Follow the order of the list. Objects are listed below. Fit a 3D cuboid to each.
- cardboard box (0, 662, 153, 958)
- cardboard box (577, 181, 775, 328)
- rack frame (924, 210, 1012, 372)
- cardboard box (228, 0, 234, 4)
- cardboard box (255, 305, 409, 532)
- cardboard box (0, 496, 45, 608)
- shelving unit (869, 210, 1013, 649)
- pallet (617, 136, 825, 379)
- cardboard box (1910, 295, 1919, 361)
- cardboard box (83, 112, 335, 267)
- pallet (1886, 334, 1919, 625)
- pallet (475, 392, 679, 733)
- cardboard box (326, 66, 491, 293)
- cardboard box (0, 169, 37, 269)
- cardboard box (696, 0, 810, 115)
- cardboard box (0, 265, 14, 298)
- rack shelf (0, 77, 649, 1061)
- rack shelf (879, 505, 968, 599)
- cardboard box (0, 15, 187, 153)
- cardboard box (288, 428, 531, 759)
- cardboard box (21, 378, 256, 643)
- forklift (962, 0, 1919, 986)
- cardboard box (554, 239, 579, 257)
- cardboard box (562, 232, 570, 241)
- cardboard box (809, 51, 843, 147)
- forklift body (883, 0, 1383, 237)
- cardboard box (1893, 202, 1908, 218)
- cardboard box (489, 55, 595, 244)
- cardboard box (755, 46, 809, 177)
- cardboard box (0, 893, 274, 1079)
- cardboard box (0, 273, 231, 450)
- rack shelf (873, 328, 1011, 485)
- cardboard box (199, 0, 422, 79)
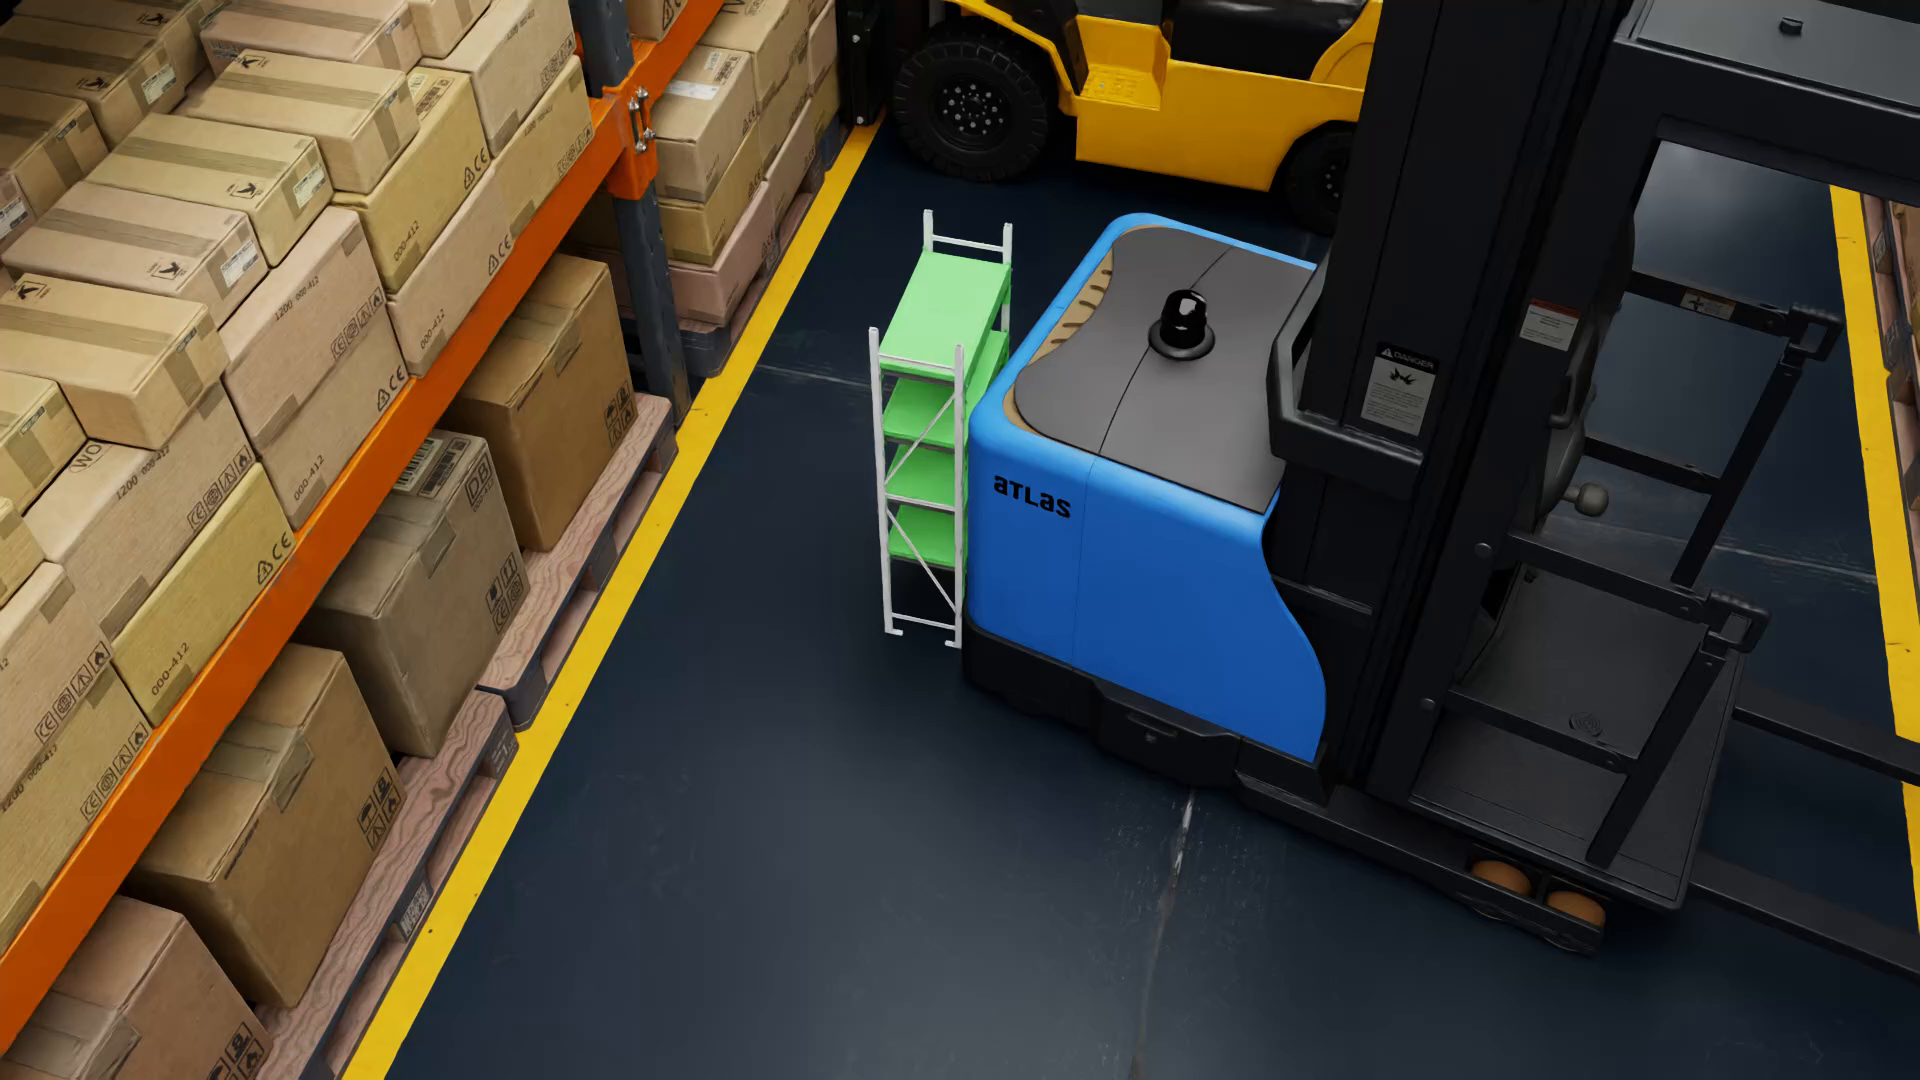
[{"bbox_3d":[-1.843,0.424,2.975,0.500,0.250,0.500,10,49,9],"label":"cardboard box"},{"bbox_3d":[-0.962,-1.023,5.706,0.500,0.250,0.500,12,50,10],"label":"cardboard box"},{"bbox_3d":[0.021,-0.454,4.850,0.240,1.200,0.015,12,50,10],"label":"rack frame"},{"bbox_3d":[-1.829,-1.361,3.952,0.380,0.149,0.250,10,49,9],"label":"cardboard box"},{"bbox_3d":[-1.576,-0.326,3.637,0.500,0.250,0.500,12,50,10],"label":"cardboard box"},{"bbox_3d":[-1.764,0.028,2.725,0.380,0.149,0.250,13,50,11],"label":"cardboard box"},{"bbox_3d":[-0.044,-0.277,4.694,0.258,1.200,0.503,12,50,10],"label":"shelving unit"},{"bbox_3d":[-1.159,-1.153,6.127,1.003,0.211,1.213,12,50,10],"label":"pallet"},{"bbox_3d":[3.408,-0.629,5.359,0.500,0.250,0.500,10,49,9],"label":"cardboard box"},{"bbox_3d":[-1.521,-0.716,3.382,0.380,0.149,0.250,10,49,9],"label":"cardboard box"},{"bbox_3d":[3.524,-0.102,5.200,1.003,0.211,1.213,12,50,10],"label":"pallet"},{"bbox_3d":[-1.565,-0.046,5.150,1.003,0.211,1.213,12,50,10],"label":"pallet"},{"bbox_3d":[-1.420,-0.846,3.762,0.500,0.250,0.500,10,49,9],"label":"cardboard box"},{"bbox_3d":[-2.095,-0.633,3.309,0.380,0.149,0.250,11,50,10],"label":"cardboard box"},{"bbox_3d":[-0.834,-1.725,5.659,0.500,0.250,0.500,12,50,10],"label":"cardboard box"},{"bbox_3d":[-2.078,-0.578,3.526,0.500,0.250,0.500,10,49,9],"label":"cardboard box"},{"bbox_3d":[-1.935,0.175,3.574,1.077,0.370,4.000,12,50,10],"label":"rack shelf"},{"bbox_3d":[-0.044,-0.076,4.922,0.258,0.148,0.480,12,50,10],"label":"rack shelf"},{"bbox_3d":[-1.943,-0.992,3.625,0.380,0.149,0.250,11,50,10],"label":"cardboard box"},{"bbox_3d":[-1.747,0.077,4.485,0.875,0.625,0.625,11,50,10],"label":"cardboard box"},{"bbox_3d":[-1.711,-0.116,3.118,0.500,0.250,0.500,12,50,11],"label":"cardboard box"},{"bbox_3d":[1.554,-0.367,3.619,3.031,2.935,1.130,21,52,18],"label":"forklift"},{"bbox_3d":[-1.476,-1.129,5.800,0.500,0.250,0.500,12,50,10],"label":"cardboard box"},{"bbox_3d":[-1.478,-1.296,5.614,0.500,0.250,0.500,11,49,9],"label":"cardboard box"},{"bbox_3d":[-0.723,-1.768,6.364,0.500,0.250,0.500,12,50,11],"label":"cardboard box"},{"bbox_3d":[0.905,-2.390,5.925,2.313,2.155,1.214,12,50,10],"label":"forklift body"},{"bbox_3d":[3.682,-1.361,6.004,0.500,0.250,0.500,15,50,13],"label":"cardboard box"},{"bbox_3d":[-1.289,-1.043,4.270,0.500,0.250,0.500,13,50,11],"label":"cardboard box"},{"bbox_3d":[-0.853,-1.557,5.844,0.500,0.250,0.500,11,50,10],"label":"cardboard box"},{"bbox_3d":[-2.120,1.108,3.575,0.875,0.625,0.625,13,50,11],"label":"cardboard box"},{"bbox_3d":[-1.587,-0.329,3.040,0.380,0.149,0.250,10,49,9],"label":"cardboard box"},{"bbox_3d":[-0.044,-0.394,4.562,0.258,0.148,0.480,12,50,10],"label":"rack shelf"},{"bbox_3d":[-1.450,-1.109,3.729,0.380,0.149,0.250,12,50,10],"label":"cardboard box"}]
